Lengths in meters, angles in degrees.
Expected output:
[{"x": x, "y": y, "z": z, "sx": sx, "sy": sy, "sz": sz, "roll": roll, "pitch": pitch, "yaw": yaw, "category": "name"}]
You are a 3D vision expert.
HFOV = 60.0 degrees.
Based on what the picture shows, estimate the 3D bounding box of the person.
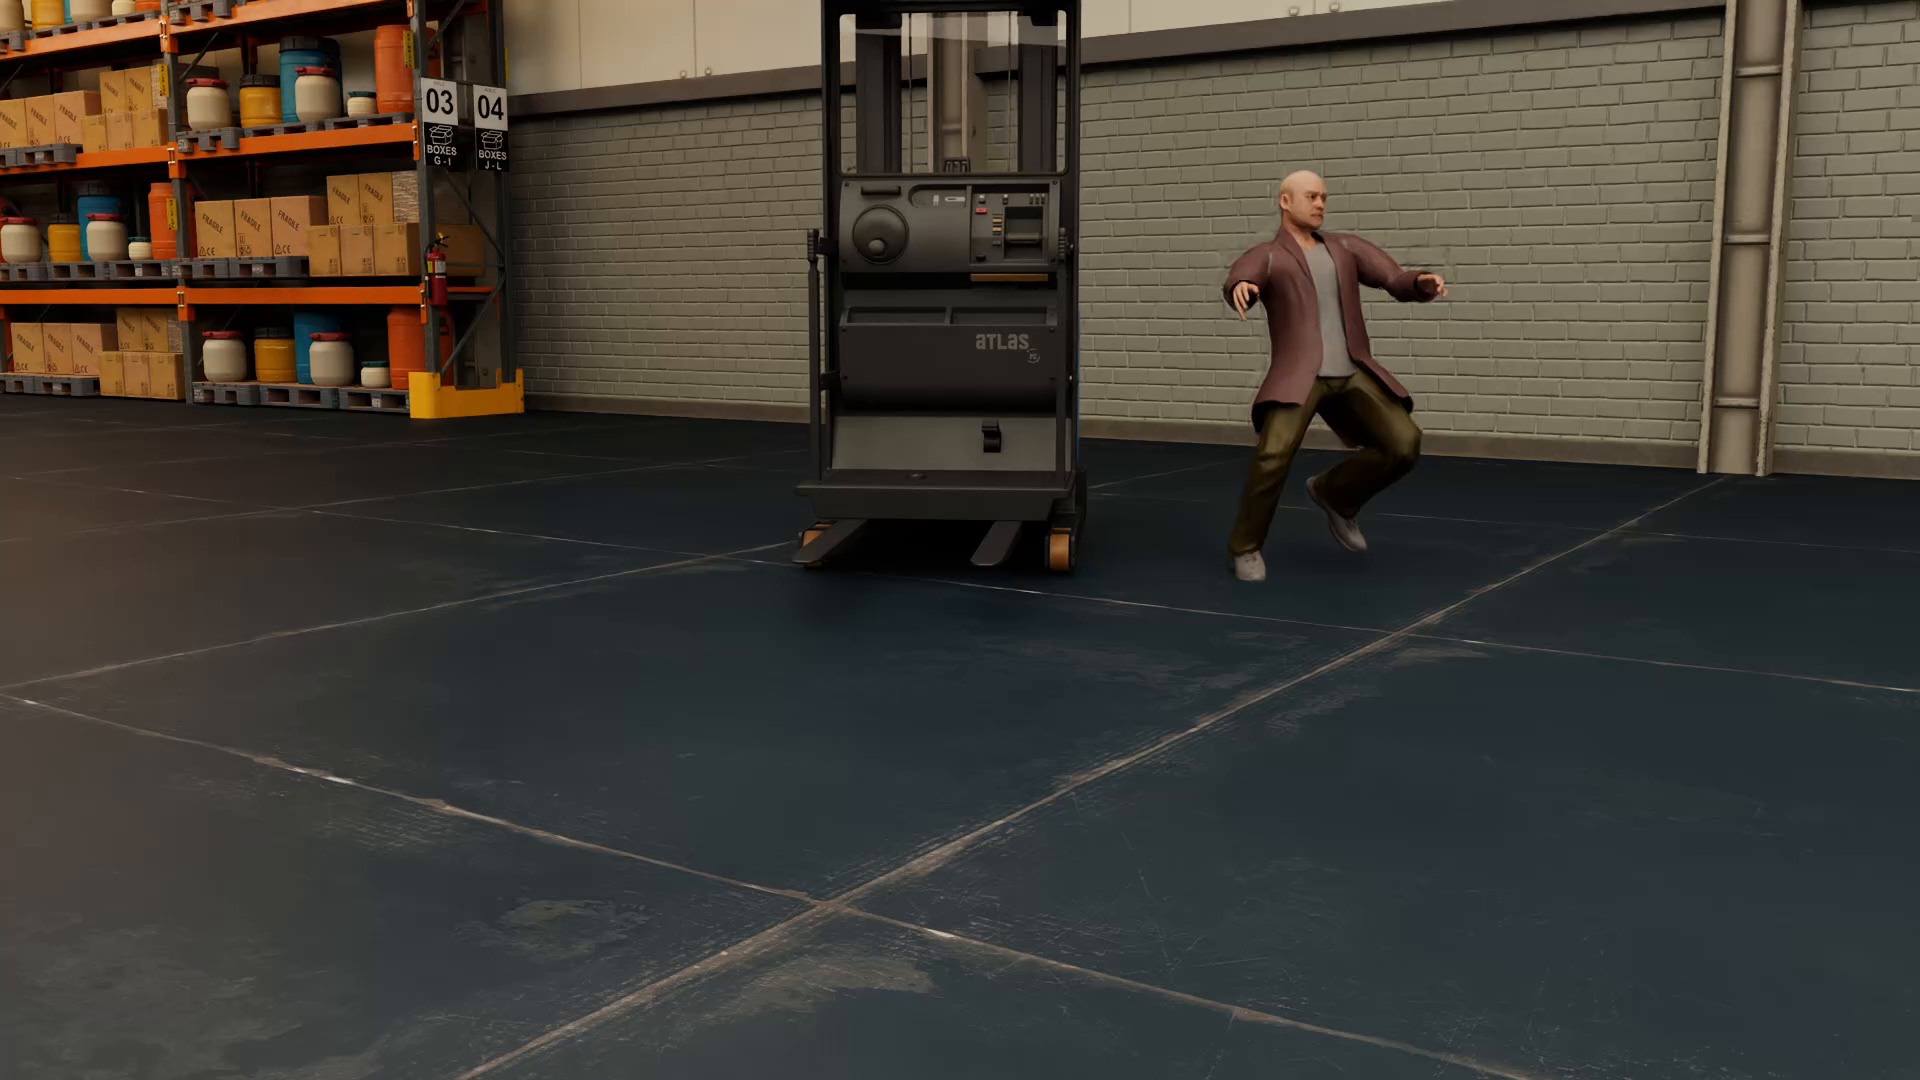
[{"x": 1.397, "y": -0.655, "z": 6.575, "sx": 0.913, "sy": 1.622, "sz": 0.767, "roll": -2, "pitch": 8, "yaw": -11, "category": "person"}]

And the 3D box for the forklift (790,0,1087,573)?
[{"x": -0.064, "y": -1.366, "z": 6.796, "sx": 1.130, "sy": 2.935, "sz": 3.031, "roll": 1, "pitch": 8, "yaw": 6, "category": "forklift"}]
